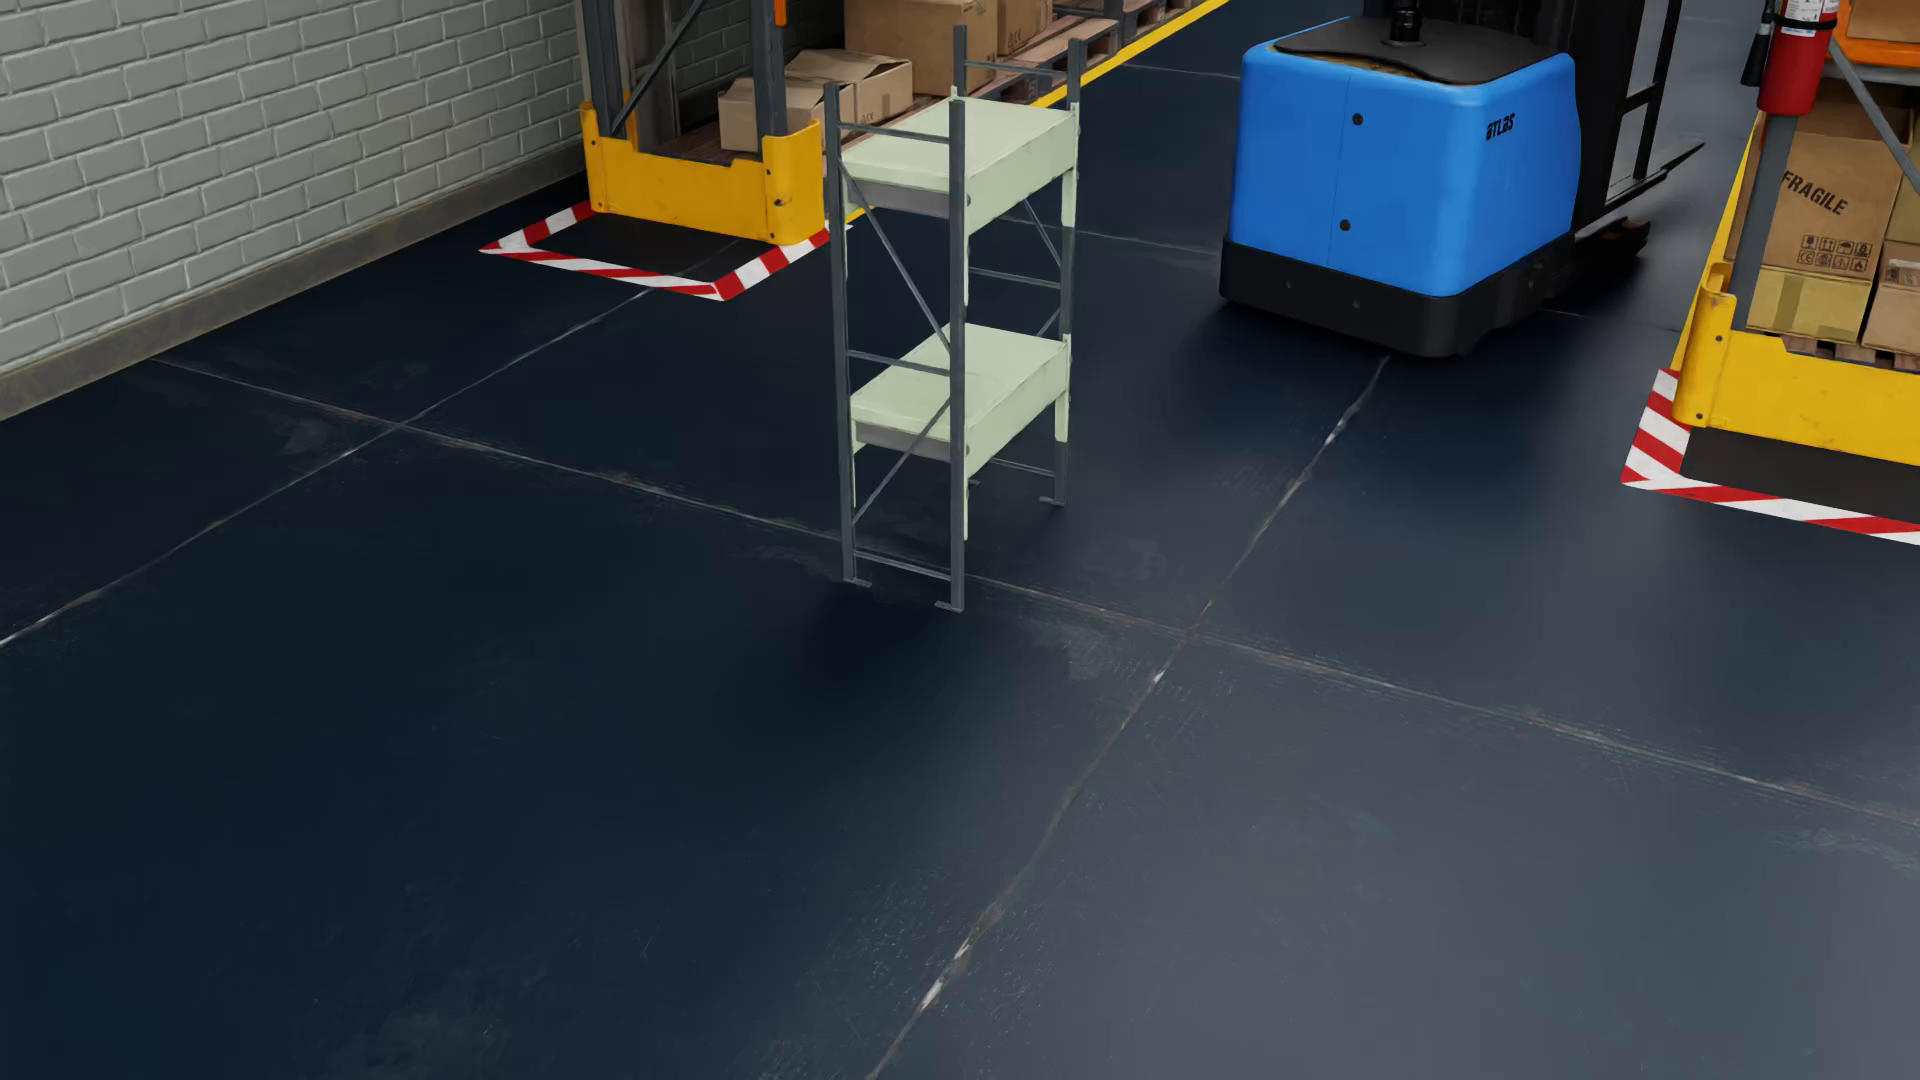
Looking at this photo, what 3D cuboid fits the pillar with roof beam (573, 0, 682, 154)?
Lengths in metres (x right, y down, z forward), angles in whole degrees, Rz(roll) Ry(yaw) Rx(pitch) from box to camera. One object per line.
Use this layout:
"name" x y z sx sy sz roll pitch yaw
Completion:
"pillar with roof beam" 2.136 -4.938 4.813 9.100 9.000 0.400 14 33 23

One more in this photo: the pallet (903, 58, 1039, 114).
"pallet" -0.252 -2.522 9.430 1.003 0.211 1.213 14 33 23

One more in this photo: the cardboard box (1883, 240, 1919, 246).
"cardboard box" 3.833 -1.084 6.465 0.500 0.250 0.500 14 33 23

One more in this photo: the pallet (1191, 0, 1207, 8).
"pallet" 1.485 -4.259 12.455 1.003 0.211 1.213 14 33 23

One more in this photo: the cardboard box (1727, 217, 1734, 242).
"cardboard box" 3.365 -1.203 6.673 0.500 0.250 0.500 14 33 23

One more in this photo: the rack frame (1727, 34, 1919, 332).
"rack frame" 3.166 -1.685 5.171 1.000 3.000 0.127 14 33 23

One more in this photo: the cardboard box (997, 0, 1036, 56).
"cardboard box" 0.140 -3.218 9.909 0.500 0.500 0.500 12 32 20

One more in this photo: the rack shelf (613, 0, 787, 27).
"rack shelf" -0.334 -3.381 8.849 1.077 0.370 4.000 14 33 23

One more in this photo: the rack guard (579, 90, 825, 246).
"rack guard" -1.211 -1.756 7.807 1.175 0.500 0.348 14 33 23

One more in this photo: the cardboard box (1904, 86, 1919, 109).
"cardboard box" 4.051 -1.633 6.669 0.500 0.500 0.500 14 33 23

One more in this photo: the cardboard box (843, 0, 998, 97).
"cardboard box" -0.212 -2.766 9.124 0.700 0.500 0.500 12 32 20

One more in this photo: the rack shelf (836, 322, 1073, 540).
"rack shelf" -0.003 -0.365 5.034 0.431 0.370 0.720 14 33 23

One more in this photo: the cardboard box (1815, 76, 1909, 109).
"cardboard box" 3.588 -1.751 6.874 0.500 0.500 0.500 14 33 23

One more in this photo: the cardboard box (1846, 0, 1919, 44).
"cardboard box" 3.390 -1.932 5.502 0.700 0.500 0.500 14 33 23

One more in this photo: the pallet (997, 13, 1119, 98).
"pallet" 0.302 -3.065 10.375 1.003 0.211 1.213 14 33 23

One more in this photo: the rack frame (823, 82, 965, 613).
"rack frame" -0.170 -0.485 4.589 0.400 1.500 0.023 14 33 23

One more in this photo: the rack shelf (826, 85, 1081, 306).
"rack shelf" -0.003 -0.986 4.677 0.431 0.370 0.720 14 33 23

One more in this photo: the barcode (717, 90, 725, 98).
"barcode" -1.198 -2.221 8.354 0.001 0.075 0.075 14 33 23

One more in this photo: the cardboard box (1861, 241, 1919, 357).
"cardboard box" 3.609 -0.862 6.078 0.500 0.250 0.500 14 33 23

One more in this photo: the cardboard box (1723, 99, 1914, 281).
"cardboard box" 3.146 -1.305 6.096 0.500 0.500 0.500 14 33 23

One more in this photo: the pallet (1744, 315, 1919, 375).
"pallet" 3.477 -0.824 6.473 1.003 0.211 1.213 14 33 23

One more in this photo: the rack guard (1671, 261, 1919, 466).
"rack guard" 3.155 -0.590 5.775 1.175 0.500 0.348 14 33 23

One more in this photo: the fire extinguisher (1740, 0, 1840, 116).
"fire extinguisher" 2.699 -1.704 5.283 0.296 0.674 0.183 14 33 23

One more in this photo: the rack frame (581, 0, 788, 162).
"rack frame" -1.245 -2.807 7.125 1.000 3.000 0.127 14 33 23

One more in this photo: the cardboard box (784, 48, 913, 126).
"cardboard box" -0.590 -2.371 8.624 0.500 0.311 0.500 17 34 27

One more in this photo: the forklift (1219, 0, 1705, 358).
"forklift" 2.434 -2.613 6.856 1.130 2.935 3.031 24 38 36

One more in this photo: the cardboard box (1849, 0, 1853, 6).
"cardboard box" 3.625 -2.166 5.909 0.700 0.500 0.500 15 33 25

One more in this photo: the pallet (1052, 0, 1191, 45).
"pallet" 0.930 -3.716 11.509 1.003 0.211 1.213 14 33 23

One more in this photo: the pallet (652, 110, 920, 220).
"pallet" -0.809 -1.983 8.492 1.003 0.211 1.213 14 33 23

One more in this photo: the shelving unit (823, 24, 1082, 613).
"shelving unit" -0.003 -0.647 4.871 0.431 1.500 0.755 14 33 23

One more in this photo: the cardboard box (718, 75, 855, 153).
"cardboard box" -0.850 -2.118 8.184 0.500 0.311 0.500 11 32 18

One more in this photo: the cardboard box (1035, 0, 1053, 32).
"cardboard box" 0.360 -3.298 10.385 0.380 0.166 0.250 10 31 17

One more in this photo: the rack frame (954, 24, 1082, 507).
"rack frame" 0.164 -0.810 5.154 0.400 1.500 0.023 14 33 23

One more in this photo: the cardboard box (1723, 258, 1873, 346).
"cardboard box" 3.147 -0.979 6.282 0.500 0.250 0.500 14 33 23

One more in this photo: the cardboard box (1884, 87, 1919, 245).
"cardboard box" 3.835 -1.409 6.278 0.500 0.500 0.500 14 33 23

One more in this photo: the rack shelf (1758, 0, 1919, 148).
"rack shelf" 4.077 -2.259 6.895 1.077 0.370 4.000 14 33 23

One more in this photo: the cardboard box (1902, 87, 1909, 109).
"cardboard box" 4.294 -1.851 7.048 0.500 0.500 0.500 14 33 23

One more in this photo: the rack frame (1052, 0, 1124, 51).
"rack frame" 0.577 -4.580 10.213 1.000 3.000 0.127 14 33 23
